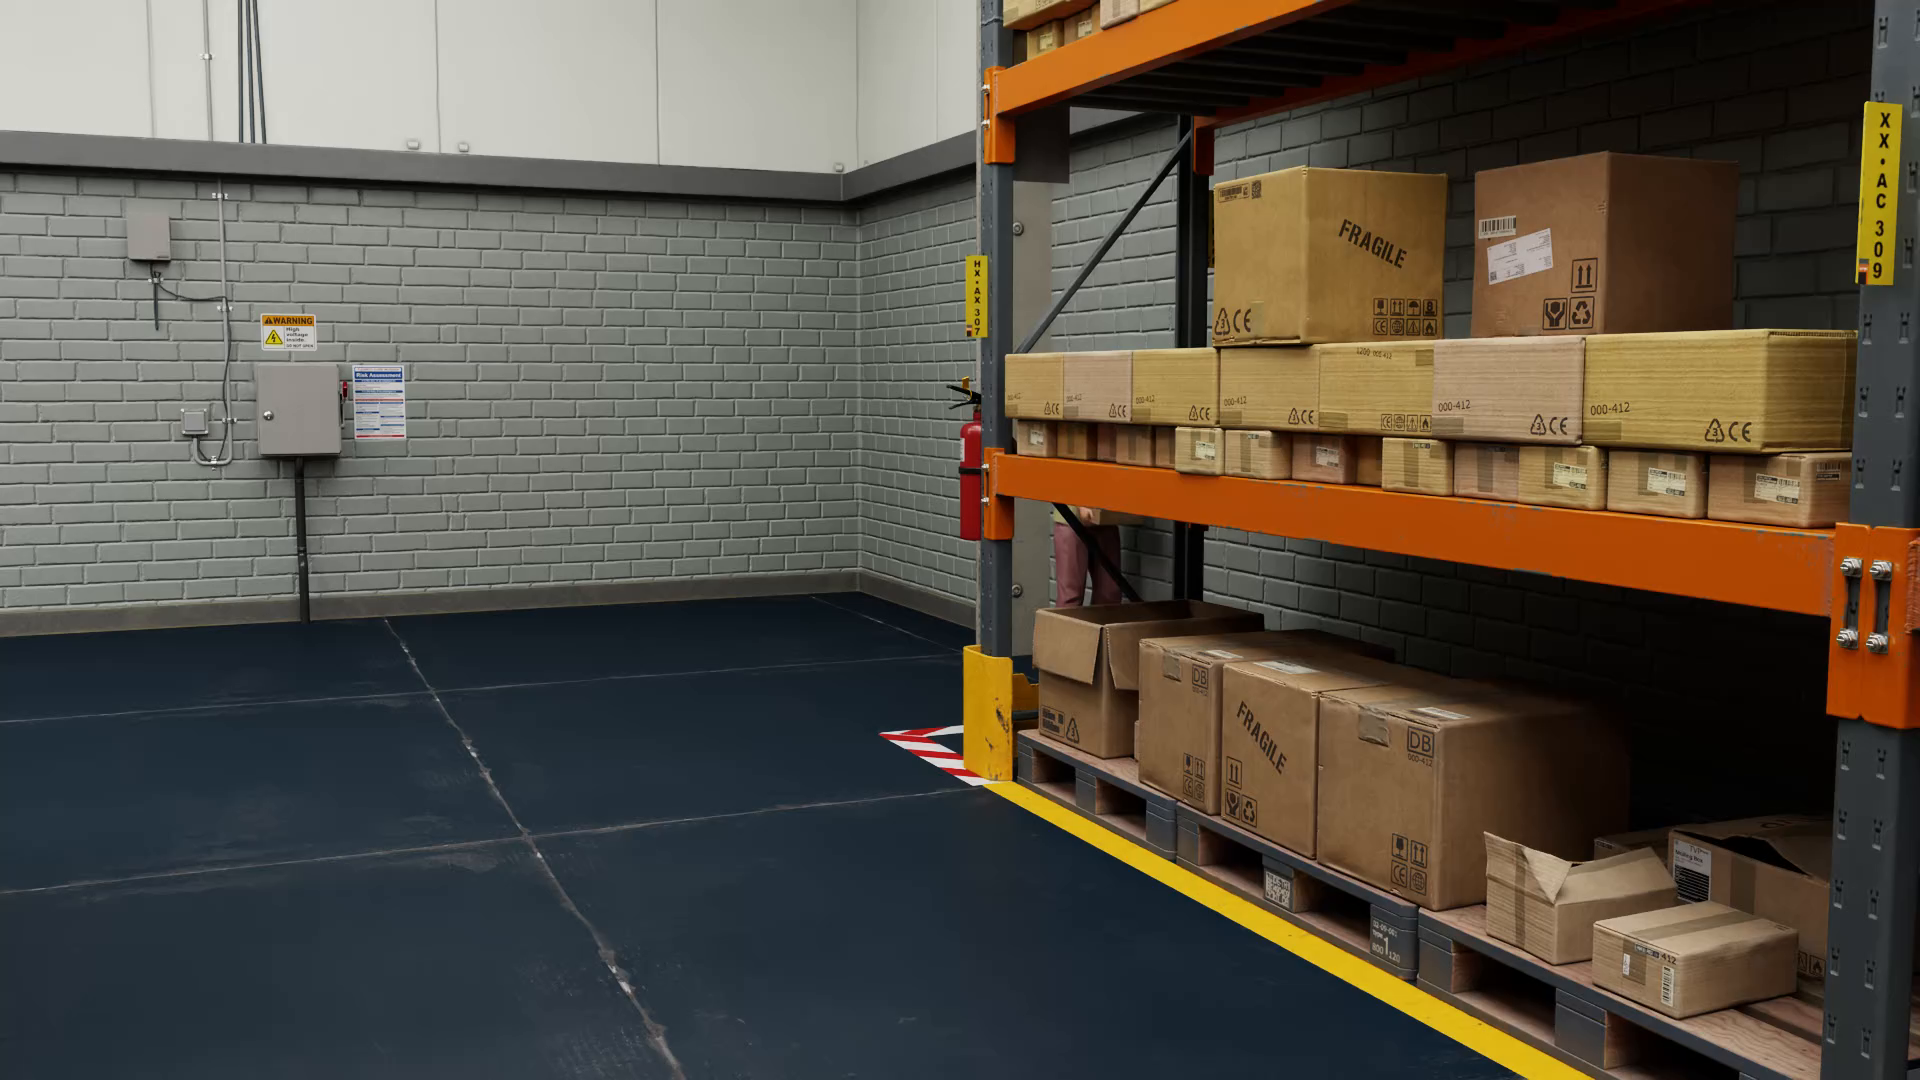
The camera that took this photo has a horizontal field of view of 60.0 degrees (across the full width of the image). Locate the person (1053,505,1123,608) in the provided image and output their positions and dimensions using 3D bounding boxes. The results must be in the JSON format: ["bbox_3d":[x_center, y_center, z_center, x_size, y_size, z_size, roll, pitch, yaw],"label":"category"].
[{"bbox_3d":[0.690,-0.057,8.630,0.426,1.666,0.547,-2,6,-23],"label":"person"}]
